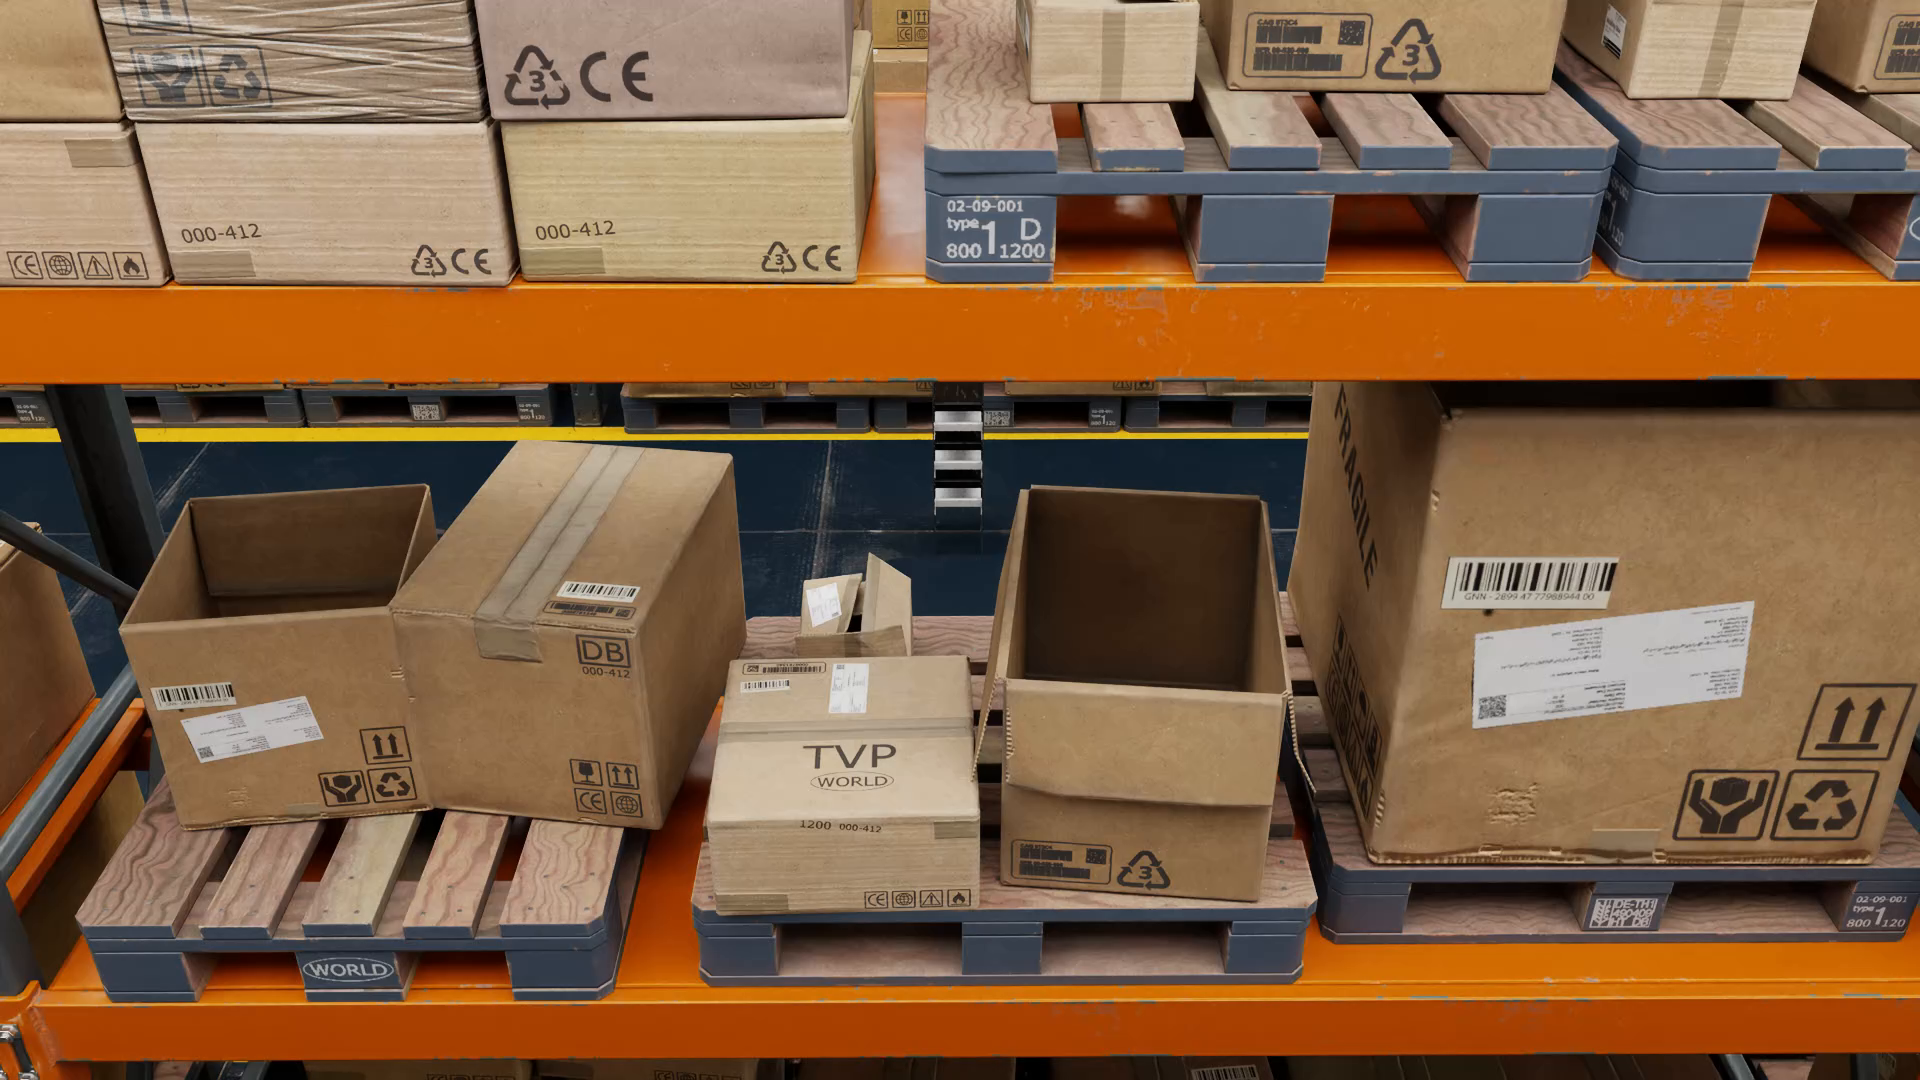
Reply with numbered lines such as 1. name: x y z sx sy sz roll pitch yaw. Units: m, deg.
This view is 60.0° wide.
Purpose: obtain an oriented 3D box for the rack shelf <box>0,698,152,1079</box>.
1. rack shelf: -3.899 0.792 3.746 4.000 0.370 1.077 0 31 0

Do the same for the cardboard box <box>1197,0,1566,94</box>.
1. cardboard box: 0.688 -1.087 2.753 0.637 0.503 0.797 1 31 2

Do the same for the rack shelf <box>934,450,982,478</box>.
1. rack shelf: -0.008 -0.356 7.034 0.200 0.077 0.258 0 31 0

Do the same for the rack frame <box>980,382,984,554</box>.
1. rack frame: 0.094 -0.385 7.017 0.006 0.900 0.240 0 31 0

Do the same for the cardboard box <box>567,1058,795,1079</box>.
1. cardboard box: -0.674 1.338 4.138 0.500 0.500 0.700 -3 31 -4

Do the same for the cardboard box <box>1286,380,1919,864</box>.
1. cardboard box: 1.306 -0.040 3.441 1.000 1.000 1.000 0 31 0

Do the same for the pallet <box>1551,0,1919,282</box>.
1. pallet: 1.483 -0.789 2.949 1.003 0.211 1.213 0 31 0

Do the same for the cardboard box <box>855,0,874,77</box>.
1. cardboard box: -0.427 -0.877 3.057 0.500 0.250 0.500 1 31 1

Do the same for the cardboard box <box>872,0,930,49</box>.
1. cardboard box: -0.360 -2.566 7.527 0.500 0.500 0.700 -1 31 -1

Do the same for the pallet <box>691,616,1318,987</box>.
1. pallet: 0.081 0.533 3.665 1.213 0.211 1.003 0 31 0

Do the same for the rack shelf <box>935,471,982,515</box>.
1. rack shelf: -0.008 -0.202 7.127 0.200 0.077 0.258 0 31 0

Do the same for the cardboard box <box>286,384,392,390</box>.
1. cardboard box: -3.003 -1.068 8.124 0.500 0.500 0.500 1 31 2

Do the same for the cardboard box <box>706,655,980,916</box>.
1. cardboard box: -0.221 0.477 3.312 0.500 0.250 0.500 -1 31 -2

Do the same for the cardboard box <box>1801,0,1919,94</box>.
1. cardboard box: 1.631 -1.090 2.759 0.637 0.503 0.797 -2 31 -3

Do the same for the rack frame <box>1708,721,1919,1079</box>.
1. rack frame: 2.101 0.466 3.590 0.127 3.000 1.000 0 31 0

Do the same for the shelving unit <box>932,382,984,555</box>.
1. shelving unit: -0.008 -0.385 7.017 0.210 0.900 0.258 0 31 0

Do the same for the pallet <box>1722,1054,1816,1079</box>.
1. pallet: 2.773 1.638 4.347 1.213 0.211 1.003 0 31 0

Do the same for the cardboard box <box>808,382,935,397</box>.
1. cardboard box: -0.344 -1.272 8.219 0.750 0.750 1.050 0 31 0

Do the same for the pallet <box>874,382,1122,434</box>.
1. pallet: 0.178 -0.868 8.477 1.213 0.211 1.003 0 31 0

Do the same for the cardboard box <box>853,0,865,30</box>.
1. cardboard box: -0.415 -1.193 2.854 0.500 0.500 0.500 0 31 1

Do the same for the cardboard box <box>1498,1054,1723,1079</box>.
1. cardboard box: 1.487 1.337 4.140 0.500 0.500 0.700 -2 31 -4

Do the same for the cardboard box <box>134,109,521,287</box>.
1. cardboard box: -0.914 -0.611 2.618 0.500 0.250 0.500 1 31 1

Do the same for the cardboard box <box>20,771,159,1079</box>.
1. cardboard box: -2.589 1.199 4.026 0.875 0.875 1.225 -2 31 -3

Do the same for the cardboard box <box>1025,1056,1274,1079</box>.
1. cardboard box: 0.451 1.331 4.150 0.500 0.500 0.700 -3 31 -5

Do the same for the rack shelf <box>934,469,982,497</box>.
1. rack shelf: -0.008 -0.279 7.081 0.200 0.077 0.258 0 31 0

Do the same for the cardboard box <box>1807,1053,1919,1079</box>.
1. cardboard box: 2.501 1.375 4.098 0.500 0.500 0.500 -1 31 -2

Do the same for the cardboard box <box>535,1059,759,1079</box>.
1. cardboard box: -0.699 1.014 3.950 0.500 0.250 0.500 3 31 5

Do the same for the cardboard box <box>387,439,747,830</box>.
1. cardboard box: -0.801 0.180 3.560 0.500 0.500 0.700 4 32 7

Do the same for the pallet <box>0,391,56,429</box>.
1. pallet: -5.049 -0.893 8.519 1.213 0.211 1.003 0 31 0

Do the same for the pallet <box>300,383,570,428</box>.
1. pallet: -2.609 -0.901 8.531 1.213 0.211 1.003 0 31 0

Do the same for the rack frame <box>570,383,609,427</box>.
1. rack frame: -1.828 -2.095 7.811 0.127 3.000 1.000 0 31 0

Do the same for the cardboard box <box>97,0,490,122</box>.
1. cardboard box: -0.920 -0.928 2.418 0.500 0.500 0.500 0 31 0

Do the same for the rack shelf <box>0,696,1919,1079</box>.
1. rack shelf: 0.101 0.780 3.767 4.000 0.370 1.077 0 31 0

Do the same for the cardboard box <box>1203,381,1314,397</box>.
1. cardboard box: 1.552 -1.276 8.226 0.750 0.750 1.050 0 31 -1

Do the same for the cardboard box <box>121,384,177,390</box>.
1. cardboard box: -4.034 -1.069 8.125 0.500 0.500 0.500 0 31 1

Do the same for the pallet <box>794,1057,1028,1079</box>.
1. pallet: 0.100 1.667 4.300 1.213 0.211 1.003 0 31 0
